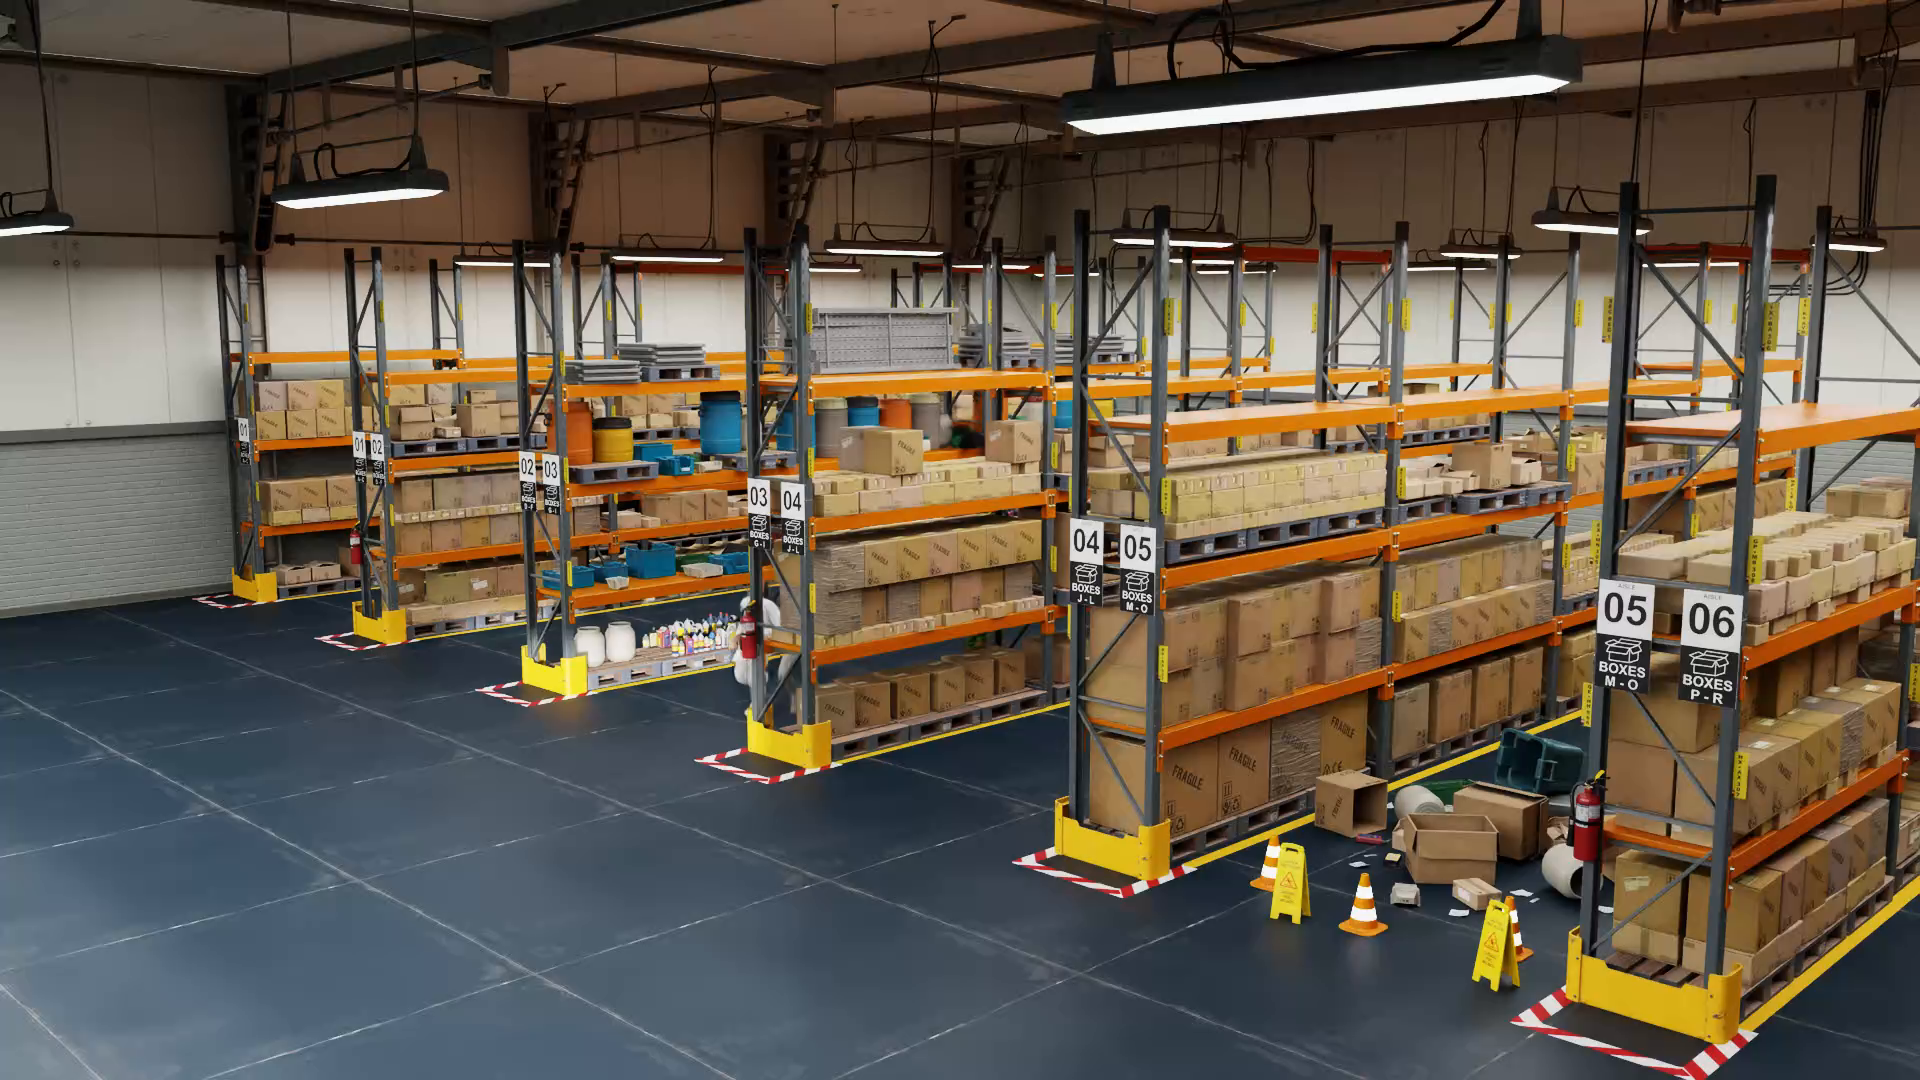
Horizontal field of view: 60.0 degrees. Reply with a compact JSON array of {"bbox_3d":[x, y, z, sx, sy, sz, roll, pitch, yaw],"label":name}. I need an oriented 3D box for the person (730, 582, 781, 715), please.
[{"bbox_3d":[-2.576,1.343,21.043,0.710,1.733,0.637,5,10,32],"label":"person"}]

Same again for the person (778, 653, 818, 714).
[{"bbox_3d":[-2.007,1.341,20.877,0.630,1.752,0.676,6,10,35],"label":"person"}]

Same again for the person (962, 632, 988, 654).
[{"bbox_3d":[0.174,0.708,23.142,0.632,1.864,0.732,7,11,40],"label":"person"}]
